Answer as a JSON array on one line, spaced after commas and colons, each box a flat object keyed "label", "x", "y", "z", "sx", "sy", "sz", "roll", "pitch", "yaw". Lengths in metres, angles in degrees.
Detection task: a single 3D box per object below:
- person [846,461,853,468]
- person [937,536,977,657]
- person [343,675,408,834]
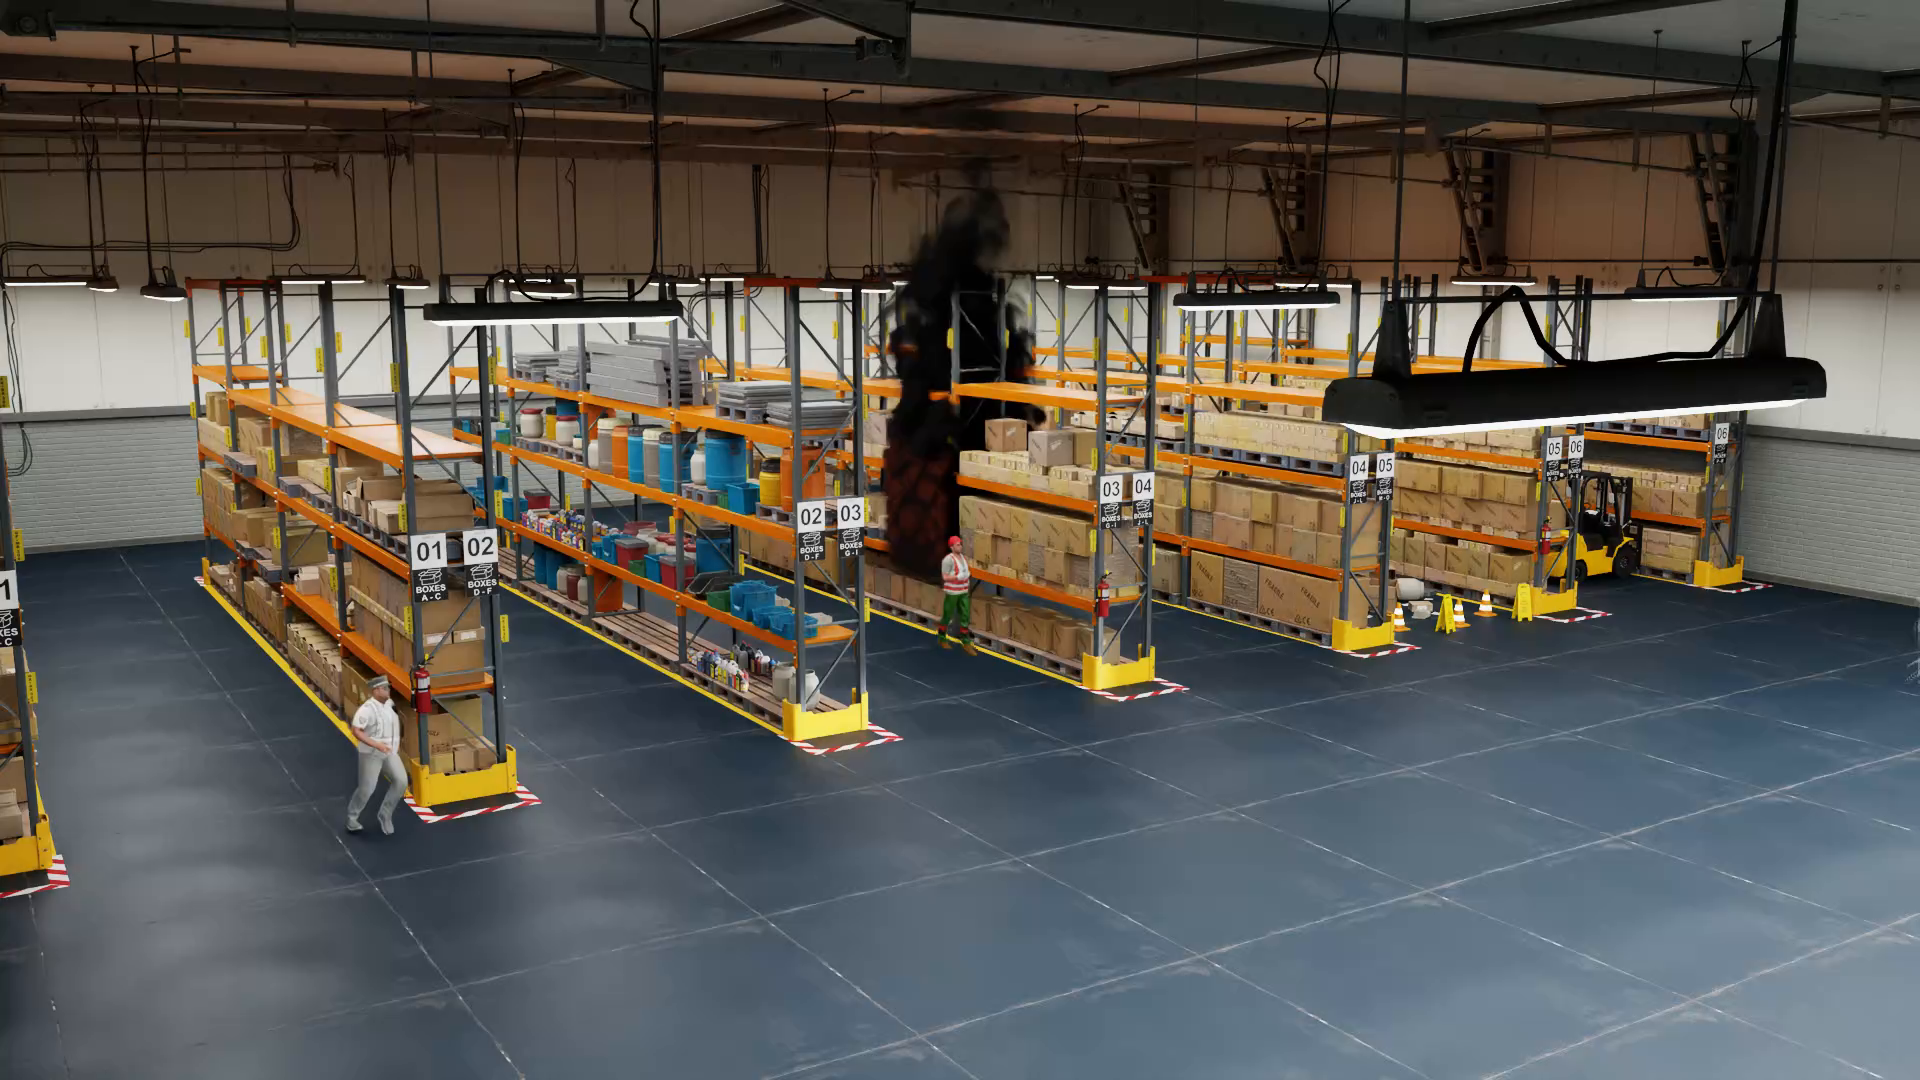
[{"label": "person", "x": -2.691, "y": -1.033, "z": 38.840, "sx": 0.701, "sy": 1.777, "sz": 0.943, "roll": -5, "pitch": 11, "yaw": -28}, {"label": "person", "x": -0.048, "y": 0.858, "z": 25.728, "sx": 0.732, "sy": 1.864, "sz": 0.629, "roll": 9, "pitch": 13, "yaw": 44}, {"label": "person", "x": -6.508, "y": 2.401, "z": 18.646, "sx": 0.677, "sy": 1.783, "sz": 0.733, "roll": 5, "pitch": 11, "yaw": 26}]
